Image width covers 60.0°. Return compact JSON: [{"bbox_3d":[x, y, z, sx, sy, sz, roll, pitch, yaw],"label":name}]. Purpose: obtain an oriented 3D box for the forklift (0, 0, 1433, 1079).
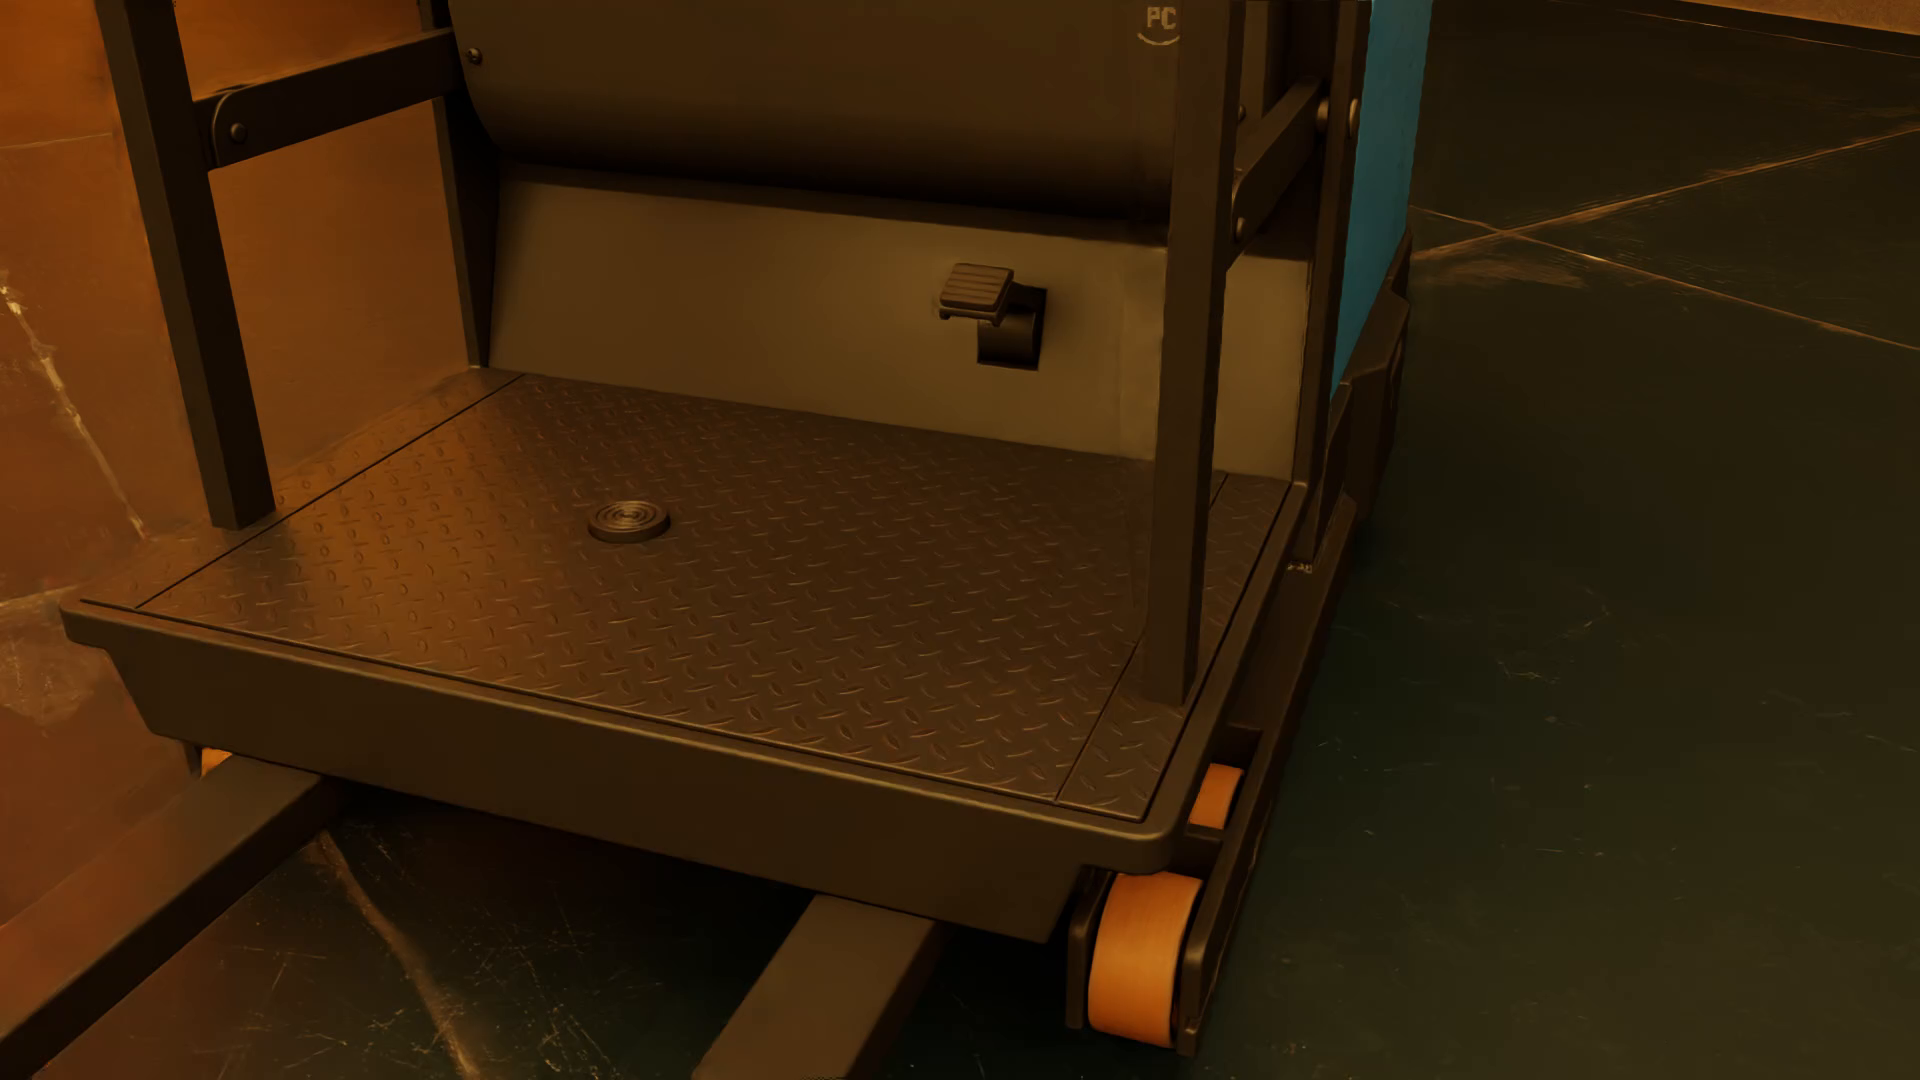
[{"bbox_3d":[-0.195,-1.046,1.317,1.130,2.935,3.031,9,28,18],"label":"forklift"}]
